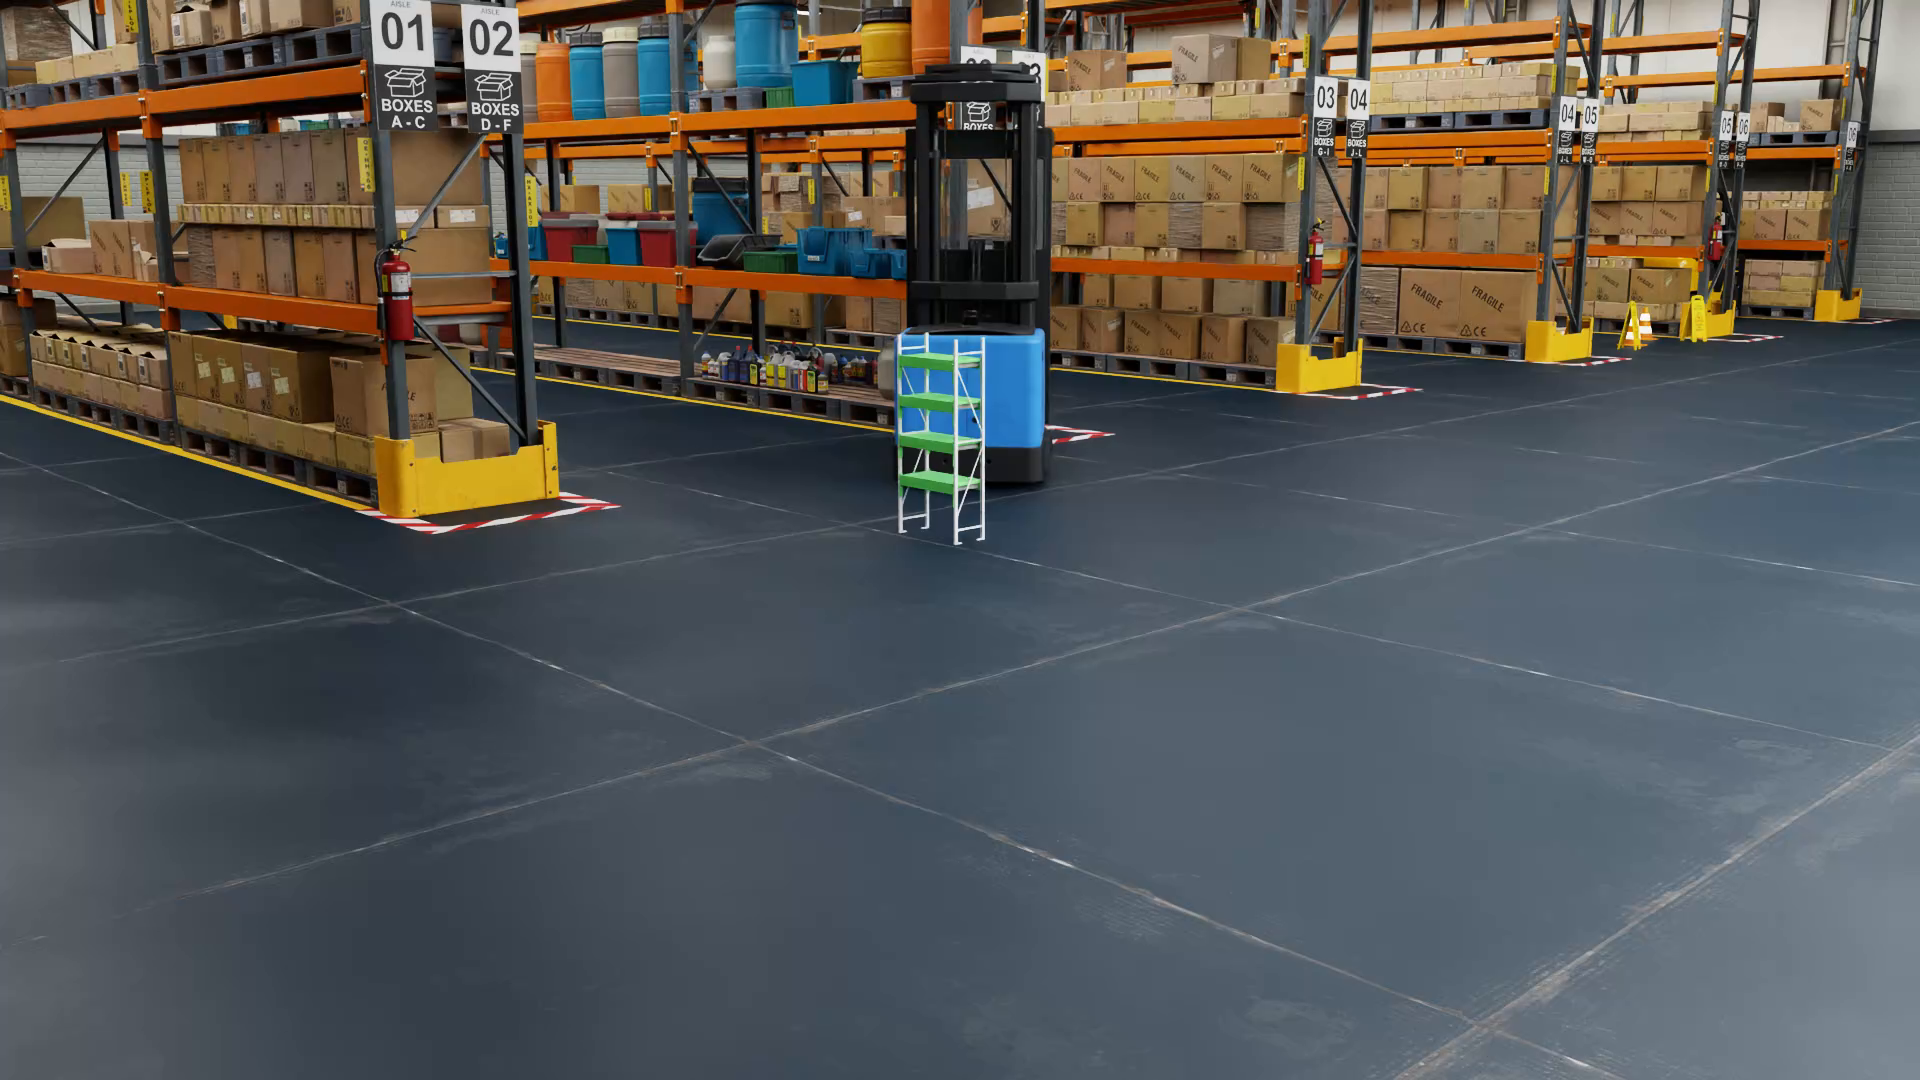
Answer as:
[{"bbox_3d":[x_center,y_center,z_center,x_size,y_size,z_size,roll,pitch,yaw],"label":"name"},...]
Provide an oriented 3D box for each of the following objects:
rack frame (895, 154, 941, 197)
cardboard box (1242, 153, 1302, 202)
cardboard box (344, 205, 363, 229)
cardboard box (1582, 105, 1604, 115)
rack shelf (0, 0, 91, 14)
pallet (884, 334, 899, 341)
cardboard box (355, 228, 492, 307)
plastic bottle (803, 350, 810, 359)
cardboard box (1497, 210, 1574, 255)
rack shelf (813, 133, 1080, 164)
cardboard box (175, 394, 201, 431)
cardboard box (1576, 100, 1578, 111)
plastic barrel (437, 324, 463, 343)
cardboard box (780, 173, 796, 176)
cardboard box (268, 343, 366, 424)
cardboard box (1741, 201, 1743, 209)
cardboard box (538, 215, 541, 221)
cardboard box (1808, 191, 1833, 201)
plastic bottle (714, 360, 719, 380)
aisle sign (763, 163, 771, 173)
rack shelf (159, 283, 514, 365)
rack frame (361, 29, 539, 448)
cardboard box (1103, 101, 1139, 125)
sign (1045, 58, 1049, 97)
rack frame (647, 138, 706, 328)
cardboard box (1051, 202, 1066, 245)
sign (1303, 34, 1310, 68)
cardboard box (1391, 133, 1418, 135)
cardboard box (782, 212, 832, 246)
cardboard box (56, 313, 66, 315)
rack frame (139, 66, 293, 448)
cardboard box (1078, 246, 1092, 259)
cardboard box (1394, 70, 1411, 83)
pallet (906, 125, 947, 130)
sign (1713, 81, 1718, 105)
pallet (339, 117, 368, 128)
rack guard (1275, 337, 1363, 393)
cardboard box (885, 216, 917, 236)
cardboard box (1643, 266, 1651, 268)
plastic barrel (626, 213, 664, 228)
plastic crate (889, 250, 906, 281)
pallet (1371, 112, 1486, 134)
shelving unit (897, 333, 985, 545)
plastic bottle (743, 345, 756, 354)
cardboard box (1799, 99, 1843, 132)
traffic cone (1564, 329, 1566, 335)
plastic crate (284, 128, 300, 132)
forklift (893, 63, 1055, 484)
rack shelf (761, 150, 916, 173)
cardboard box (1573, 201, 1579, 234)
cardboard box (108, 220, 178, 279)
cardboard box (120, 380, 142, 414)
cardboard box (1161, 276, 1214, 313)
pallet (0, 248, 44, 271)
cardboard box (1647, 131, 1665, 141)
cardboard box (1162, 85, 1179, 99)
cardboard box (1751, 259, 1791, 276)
[{"bbox_3d":[-0.730,-5.520,29.270,1.000,3.000,0.127,-11,16,-43],"label":"rack frame"},{"bbox_3d":[3.342,-3.822,17.568,0.500,0.500,0.500,-11,16,-43],"label":"cardboard box"},{"bbox_3d":[-3.851,-2.146,11.039,0.380,0.149,0.250,-10,16,-41],"label":"cardboard box"},{"bbox_3d":[9.537,-6.437,24.935,0.380,0.149,0.250,-10,16,-41],"label":"cardboard box"},{"bbox_3d":[-10.173,-5.562,17.380,1.077,0.370,4.000,-11,16,-43],"label":"rack shelf"},{"bbox_3d":[-0.248,-2.602,22.016,1.003,0.211,1.213,-11,16,-43],"label":"pallet"},{"bbox_3d":[-3.580,-1.831,11.118,0.700,0.500,0.500,-11,16,-43],"label":"cardboard box"},{"bbox_3d":[-1.516,-1.771,16.715,0.061,0.283,0.133,-10,15,-39],"label":"plastic bottle"},{"bbox_3d":[7.268,-3.890,20.987,0.875,0.550,0.550,-11,16,-43],"label":"cardboard box"},{"bbox_3d":[-0.243,-5.085,21.507,1.077,0.370,4.000,-11,16,-43],"label":"rack shelf"},{"bbox_3d":[-5.929,-1.045,13.324,0.500,0.250,0.500,-11,16,-43],"label":"cardboard box"},{"bbox_3d":[7.552,-5.464,20.900,0.380,0.149,0.250,-11,16,-42],"label":"cardboard box"},{"bbox_3d":[-6.337,-2.828,21.139,0.600,0.588,0.708,-11,16,-43],"label":"plastic barrel"},{"bbox_3d":[-3.021,-6.613,31.112,0.500,0.500,0.500,-10,15,-41],"label":"cardboard box"},{"bbox_3d":[-4.554,-1.119,11.825,0.500,0.500,0.500,-11,16,-43],"label":"cardboard box"},{"bbox_3d":[13.309,-5.727,28.422,0.380,0.149,0.250,-11,16,-42],"label":"cardboard box"},{"bbox_3d":[-7.013,-5.392,28.283,0.500,0.250,0.500,11,16,44],"label":"cardboard box"},{"bbox_3d":[14.255,-5.701,27.555,0.380,0.149,0.250,-11,16,-42],"label":"cardboard box"},{"bbox_3d":[-2.401,-1.693,16.542,0.097,0.201,0.097,0,12,0],"label":"plastic bottle"},{"bbox_3d":[-3.760,-7.346,31.690,0.394,0.787,0.004,-11,16,-43],"label":"aisle sign"},{"bbox_3d":[-4.648,-1.652,12.278,1.077,0.370,4.000,-11,16,-43],"label":"rack shelf"},{"bbox_3d":[-3.267,-1.712,10.789,1.000,3.000,0.127,-11,16,-43],"label":"rack frame"},{"bbox_3d":[1.968,-4.820,18.810,0.500,0.250,0.500,11,16,43],"label":"cardboard box"},{"bbox_3d":[0.719,-3.951,14.202,0.100,0.325,0.005,-11,16,-43],"label":"sign"},{"bbox_3d":[-4.387,-4.843,25.987,1.000,3.000,0.127,-11,16,-43],"label":"rack frame"},{"bbox_3d":[1.404,-3.796,19.919,0.875,0.500,0.500,-11,16,-43],"label":"cardboard box"},{"bbox_3d":[3.485,-4.921,16.733,0.100,0.325,0.005,-11,16,-43],"label":"sign"},{"bbox_3d":[7.451,-6.798,27.371,0.500,0.250,0.500,-11,16,-42],"label":"cardboard box"},{"bbox_3d":[-2.145,-4.346,23.325,0.500,0.500,0.500,-10,15,-41],"label":"cardboard box"},{"bbox_3d":[-10.325,-2.276,18.630,0.500,0.500,0.500,-11,16,-42],"label":"cardboard box"},{"bbox_3d":[-6.030,-2.296,13.622,1.000,3.000,0.127,-11,16,-43],"label":"rack frame"},{"bbox_3d":[1.604,-3.373,19.475,0.380,0.149,0.250,-11,16,-43],"label":"cardboard box"},{"bbox_3d":[5.851,-6.021,21.628,0.380,0.149,0.250,-11,16,-43],"label":"cardboard box"},{"bbox_3d":[0.070,-5.309,21.278,1.213,0.211,1.003,-11,16,-43],"label":"pallet"},{"bbox_3d":[10.652,-6.301,23.436,0.100,0.325,0.005,-11,16,-43],"label":"sign"},{"bbox_3d":[-7.357,-5.429,21.864,1.213,0.211,1.003,-11,16,-43],"label":"pallet"},{"bbox_3d":[3.848,-1.879,17.793,1.175,0.500,0.348,-11,16,-43],"label":"rack guard"},{"bbox_3d":[-0.634,-4.115,21.783,0.500,0.250,0.500,11,16,44],"label":"cardboard box"},{"bbox_3d":[10.329,-3.935,25.491,0.500,0.500,0.500,11,16,43],"label":"cardboard box"},{"bbox_3d":[-3.453,-3.330,18.302,0.433,0.535,0.433,0,12,0],"label":"plastic barrel"},{"bbox_3d":[-0.244,-2.360,14.304,0.499,0.251,0.616,-11,16,-43],"label":"plastic crate"},{"bbox_3d":[6.191,-5.479,21.859,1.003,0.211,1.213,-11,16,-43],"label":"pallet"},{"bbox_3d":[-0.114,-0.612,9.908,0.258,1.200,0.503,-11,16,-43],"label":"shelving unit"},{"bbox_3d":[-2.083,-1.748,16.438,0.144,0.351,0.185,-11,16,-43],"label":"plastic bottle"},{"bbox_3d":[14.173,-6.969,27.333,0.500,0.500,0.500,-10,15,-41],"label":"cardboard box"},{"bbox_3d":[8.217,-2.801,22.362,0.336,0.463,0.334,-11,16,-43],"label":"traffic cone"},{"bbox_3d":[-9.123,-5.626,23.004,0.293,0.136,0.466,-11,16,-43],"label":"plastic crate"},{"bbox_3d":[0.159,-2.075,12.719,1.130,2.935,3.031,1,12,4],"label":"forklift"},{"bbox_3d":[-2.111,-6.929,30.457,1.077,0.370,4.000,-11,16,-43],"label":"rack shelf"},{"bbox_3d":[9.472,-4.932,25.434,0.500,0.500,0.500,-11,16,-42],"label":"cardboard box"},{"bbox_3d":[-7.258,-2.609,14.895,0.500,0.500,0.500,-11,16,-42],"label":"cardboard box"},{"bbox_3d":[-6.874,-1.249,14.314,0.500,0.250,0.500,-11,16,-43],"label":"cardboard box"},{"bbox_3d":[3.638,-3.676,24.853,1.050,0.750,0.750,-11,16,-43],"label":"cardboard box"},{"bbox_3d":[-9.311,-2.875,16.908,1.213,0.211,1.003,-11,16,-43],"label":"pallet"},{"bbox_3d":[10.264,-5.908,24.341,0.380,0.149,0.250,-10,15,-41],"label":"cardboard box"},{"bbox_3d":[2.434,-4.918,18.296,0.250,0.149,0.380,11,16,42],"label":"cardboard box"},{"bbox_3d":[13.754,-4.611,28.156,0.500,0.250,0.500,-11,16,-42],"label":"cardboard box"}]
